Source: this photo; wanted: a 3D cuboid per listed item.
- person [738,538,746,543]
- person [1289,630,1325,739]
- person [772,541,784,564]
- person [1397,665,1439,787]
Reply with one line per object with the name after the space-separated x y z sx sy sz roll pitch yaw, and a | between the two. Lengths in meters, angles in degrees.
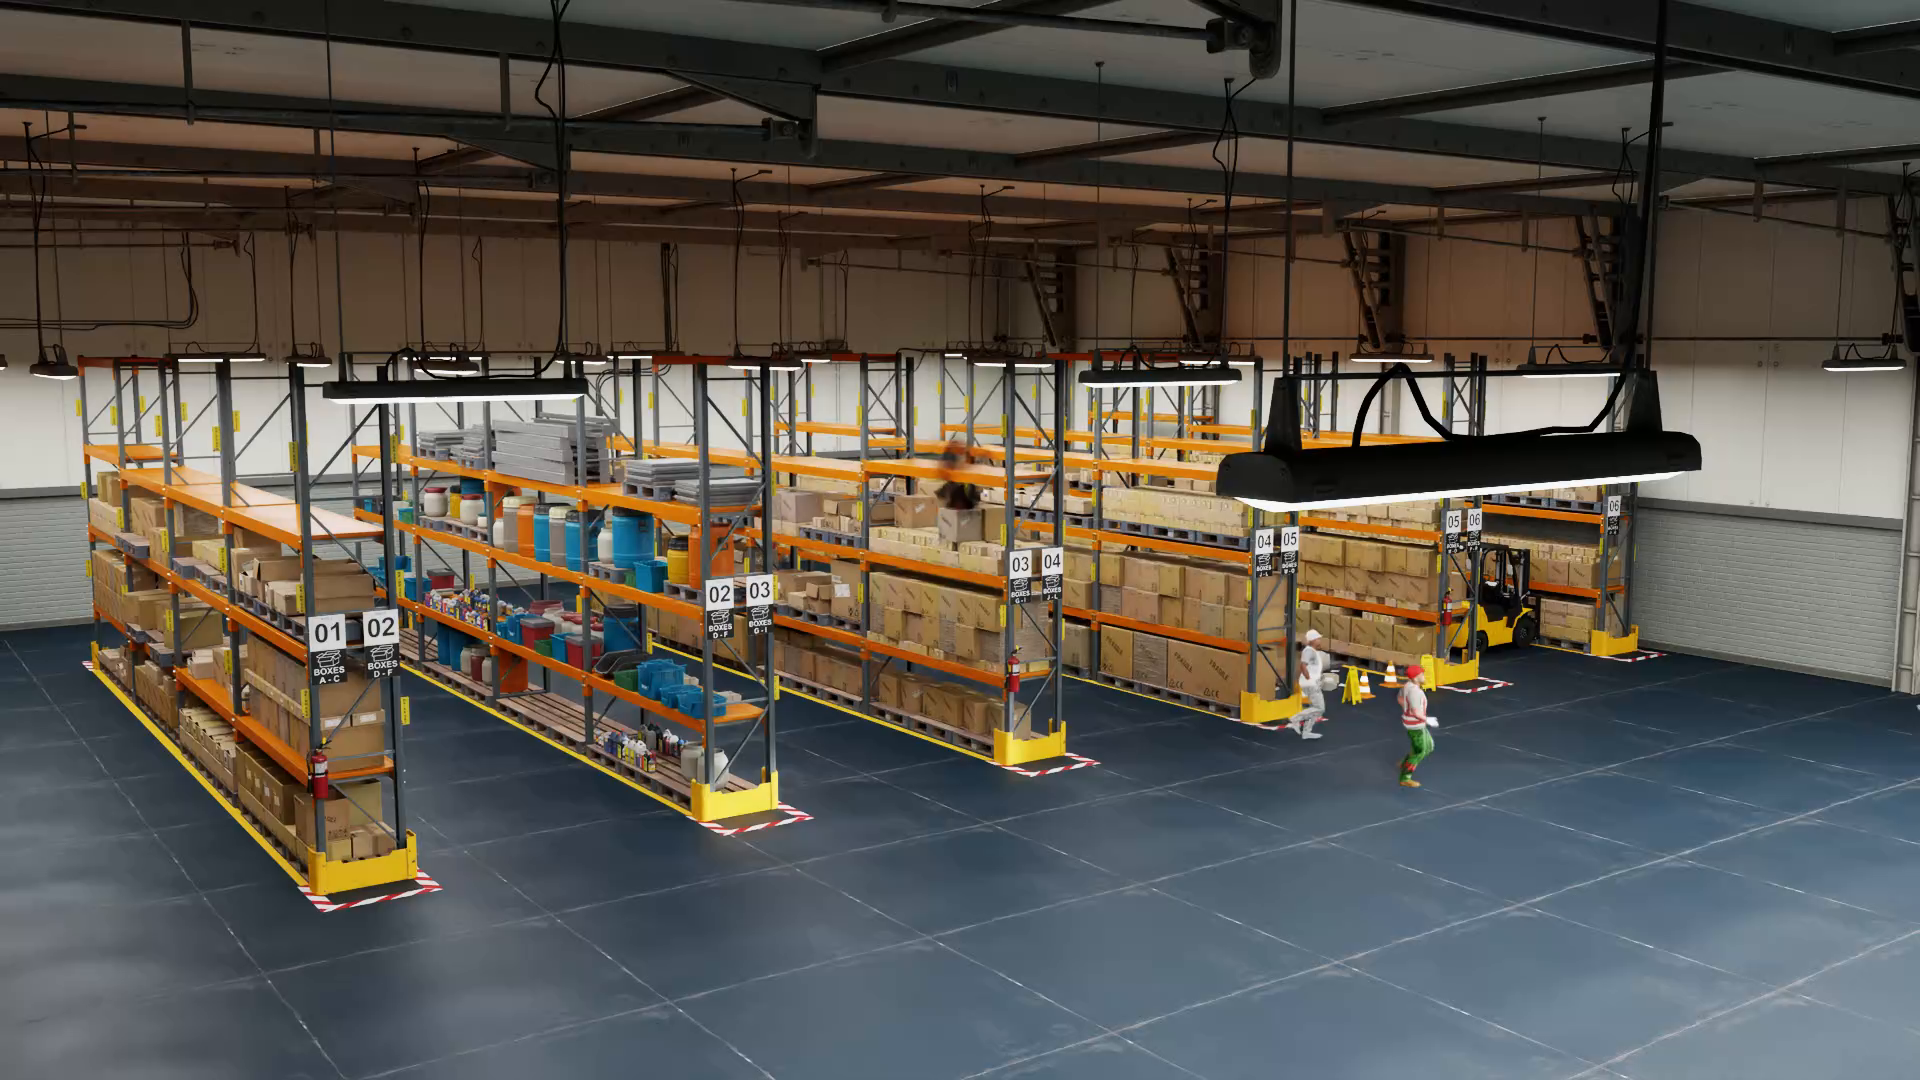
-5.173 0.774 39.196 0.641 1.649 0.653 -2 7 -17 | person
5.517 2.290 26.378 0.557 1.740 0.718 1 7 11 | person
-4.654 0.445 41.803 0.627 1.672 0.664 -5 8 -33 | person
6.476 2.620 23.521 0.518 1.742 0.669 1 7 5 | person
